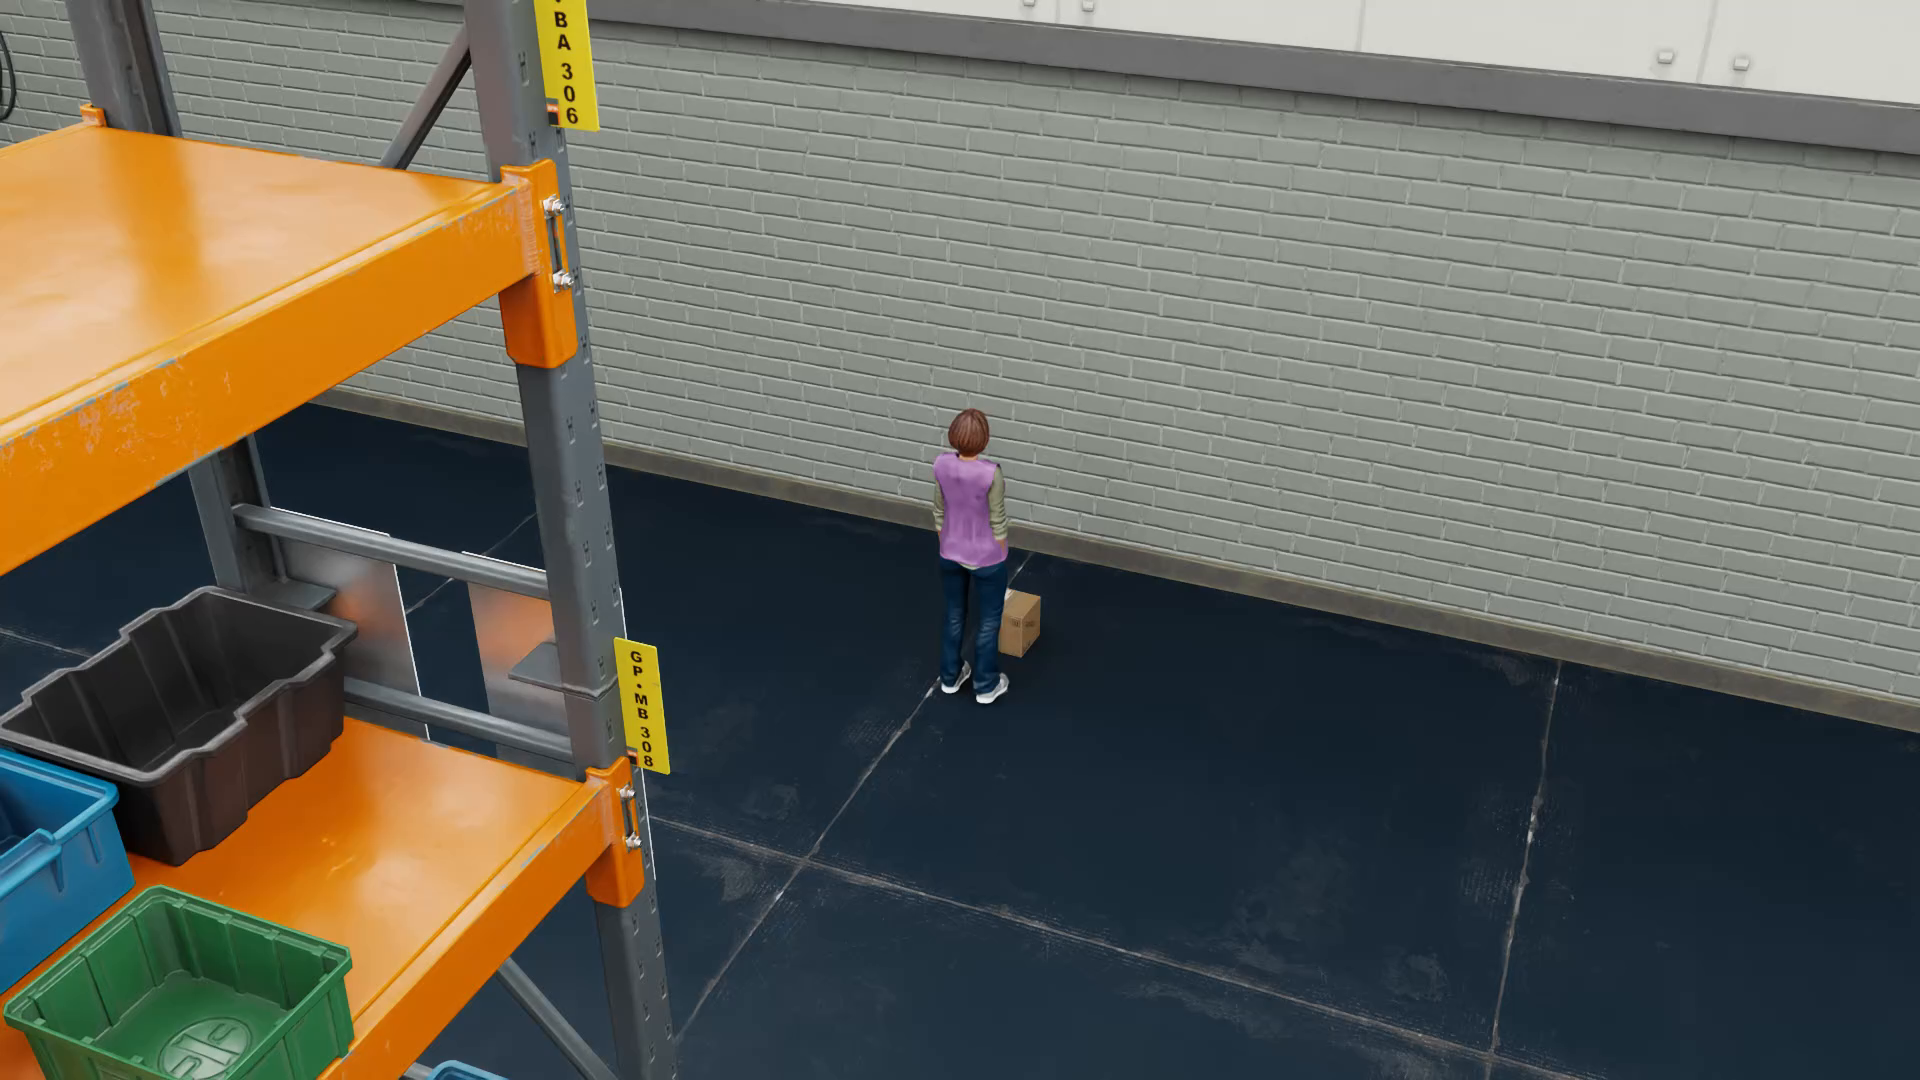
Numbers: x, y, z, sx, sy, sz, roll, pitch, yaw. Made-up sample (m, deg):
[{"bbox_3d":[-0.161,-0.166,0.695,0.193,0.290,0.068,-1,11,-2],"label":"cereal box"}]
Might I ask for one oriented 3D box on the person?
[{"bbox_3d":[0.051,0.076,8.270,0.405,1.600,0.310,14,33,23],"label":"person"}]
